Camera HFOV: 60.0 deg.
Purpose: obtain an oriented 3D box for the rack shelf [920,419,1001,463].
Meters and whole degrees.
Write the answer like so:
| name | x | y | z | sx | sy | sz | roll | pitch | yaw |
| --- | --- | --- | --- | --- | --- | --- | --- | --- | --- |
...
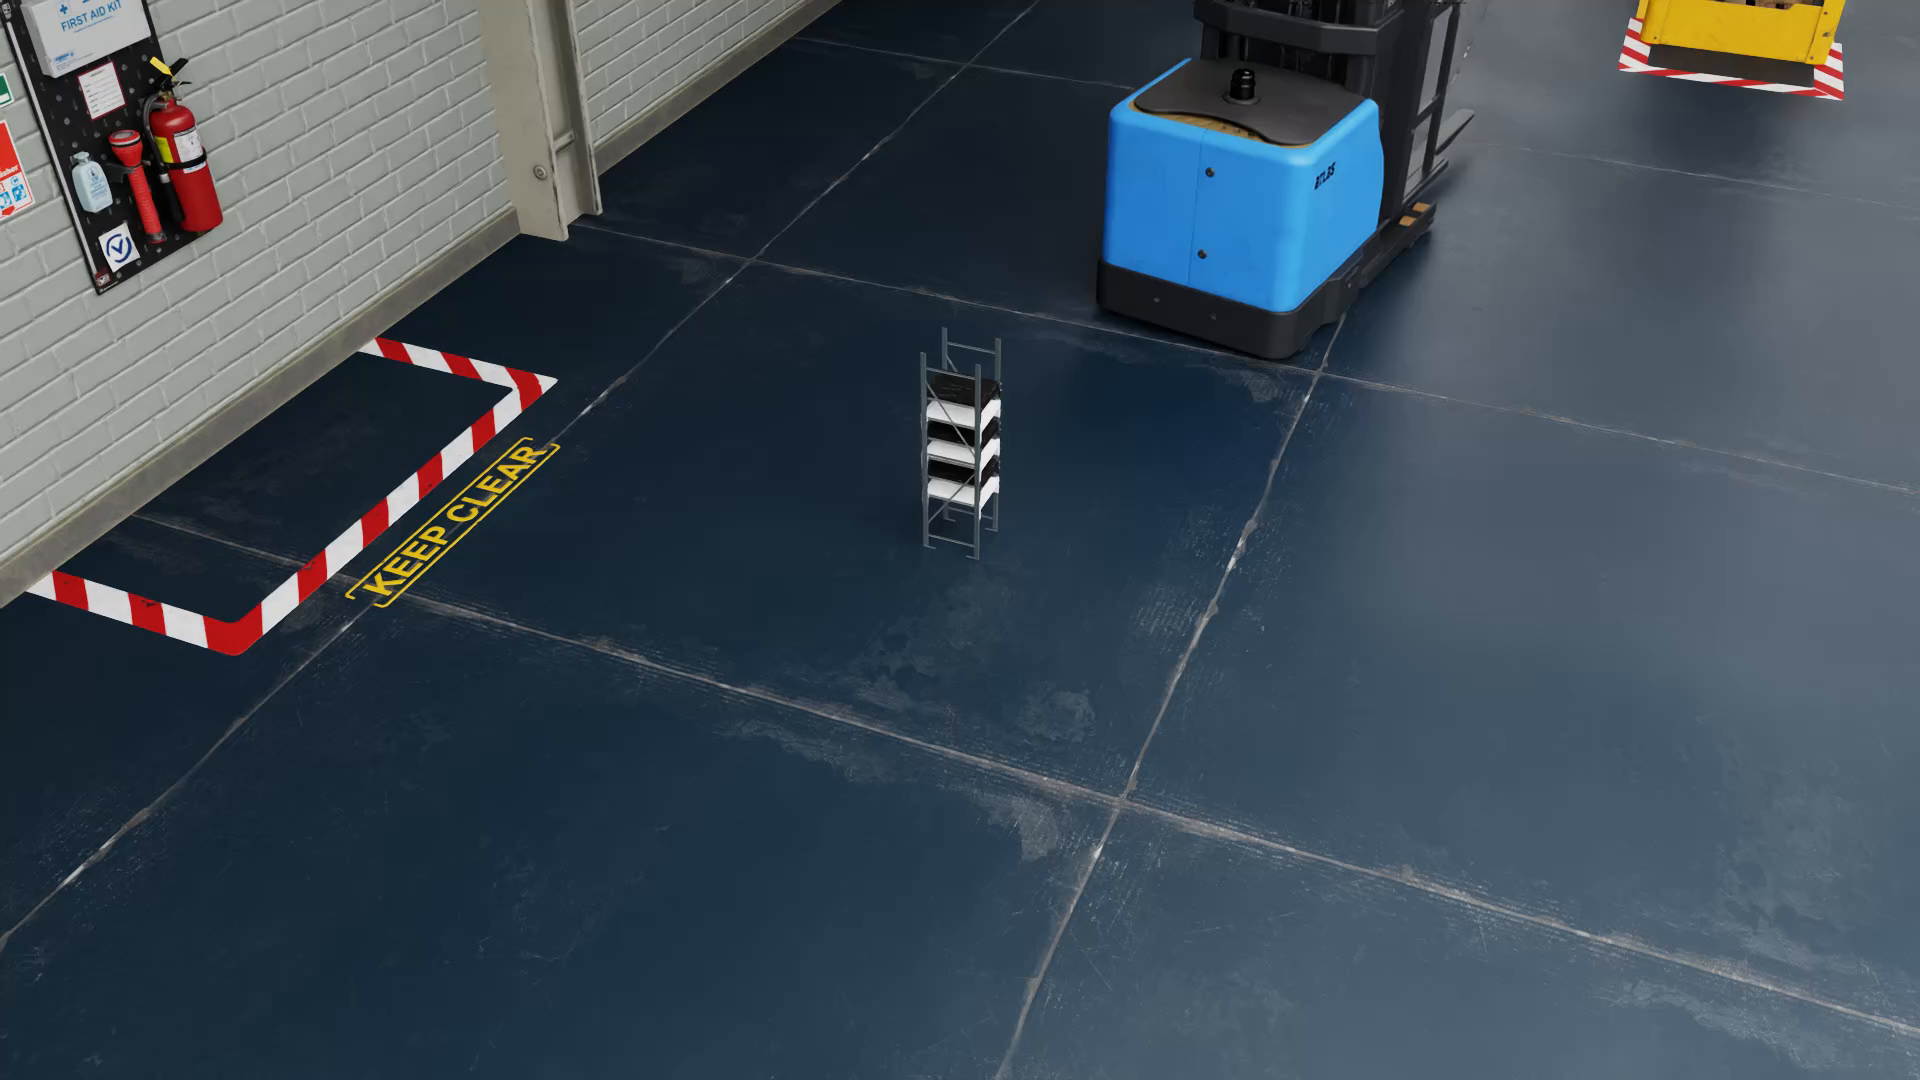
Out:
| name | x | y | z | sx | sy | sz | roll | pitch | yaw |
| --- | --- | --- | --- | --- | --- | --- | --- | --- | --- |
| rack shelf | 0.003 | -0.410 | 6.453 | 0.258 | 0.077 | 0.200 | 14 | 39 | 18 |

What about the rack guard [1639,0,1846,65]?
| name | x | y | z | sx | sy | sz | roll | pitch | yaw |
| --- | --- | --- | --- | --- | --- | --- | --- | --- | --- |
| rack guard | 5.205 | -3.538 | 11.066 | 1.175 | 0.500 | 0.348 | 14 | 39 | 18 |

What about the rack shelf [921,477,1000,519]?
| name | x | y | z | sx | sy | sz | roll | pitch | yaw |
| --- | --- | --- | --- | --- | --- | --- | --- | --- | --- |
| rack shelf | 0.003 | -0.194 | 6.614 | 0.258 | 0.077 | 0.200 | 14 | 39 | 18 |

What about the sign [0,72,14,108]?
| name | x | y | z | sx | sy | sz | roll | pitch | yaw |
| --- | --- | --- | --- | --- | --- | --- | --- | --- | --- |
| sign | -3.457 | -1.526 | 5.814 | 0.001 | 0.109 | 0.331 | 14 | 39 | 18 |

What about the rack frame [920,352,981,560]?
| name | x | y | z | sx | sy | sz | roll | pitch | yaw |
| --- | --- | --- | --- | --- | --- | --- | --- | --- | --- |
| rack frame | -0.036 | -0.309 | 6.411 | 0.240 | 0.900 | 0.006 | 14 | 39 | 18 |

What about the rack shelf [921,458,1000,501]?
| name | x | y | z | sx | sy | sz | roll | pitch | yaw |
| --- | --- | --- | --- | --- | --- | --- | --- | --- | --- |
| rack shelf | 0.003 | -0.266 | 6.560 | 0.258 | 0.077 | 0.200 | 14 | 39 | 18 |

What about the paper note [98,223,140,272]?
| name | x | y | z | sx | sy | sz | roll | pitch | yaw |
| --- | --- | --- | --- | --- | --- | --- | --- | --- | --- |
| paper note | -3.292 | -1.147 | 6.514 | 0.016 | 0.148 | 0.142 | 14 | 39 | 18 |

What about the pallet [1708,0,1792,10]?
| name | x | y | z | sx | sy | sz | roll | pitch | yaw |
| --- | --- | --- | --- | --- | --- | --- | --- | --- | --- |
| pallet | 5.466 | -3.868 | 11.749 | 1.003 | 0.211 | 1.213 | 14 | 39 | 18 |

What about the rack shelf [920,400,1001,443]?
| name | x | y | z | sx | sy | sz | roll | pitch | yaw |
| --- | --- | --- | --- | --- | --- | --- | --- | --- | --- |
| rack shelf | 0.003 | -0.482 | 6.399 | 0.258 | 0.077 | 0.200 | 14 | 39 | 18 |

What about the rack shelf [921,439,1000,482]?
| name | x | y | z | sx | sy | sz | roll | pitch | yaw |
| --- | --- | --- | --- | --- | --- | --- | --- | --- | --- |
| rack shelf | 0.003 | -0.338 | 6.507 | 0.258 | 0.077 | 0.200 | 14 | 39 | 18 |

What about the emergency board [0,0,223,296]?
| name | x | y | z | sx | sy | sz | roll | pitch | yaw |
| --- | --- | --- | --- | --- | --- | --- | --- | --- | --- |
| emergency board | -3.161 | -1.582 | 6.361 | 0.194 | 1.169 | 0.643 | 14 | 39 | 18 |

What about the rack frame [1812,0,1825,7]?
| name | x | y | z | sx | sy | sz | roll | pitch | yaw |
| --- | --- | --- | --- | --- | --- | --- | --- | --- | --- |
| rack frame | 5.214 | -4.552 | 10.335 | 1.000 | 3.000 | 0.127 | 14 | 39 | 18 |

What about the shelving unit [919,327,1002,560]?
| name | x | y | z | sx | sy | sz | roll | pitch | yaw |
| --- | --- | --- | --- | --- | --- | --- | --- | --- | --- |
| shelving unit | 0.003 | -0.365 | 6.487 | 0.258 | 0.900 | 0.210 | 14 | 39 | 18 |

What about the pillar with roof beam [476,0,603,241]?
| name | x | y | z | sx | sy | sz | roll | pitch | yaw |
| --- | --- | --- | --- | --- | --- | --- | --- | --- | --- |
| pillar with roof beam | 1.796 | -4.364 | 5.072 | 9.100 | 9.000 | 0.400 | 14 | 39 | 18 |

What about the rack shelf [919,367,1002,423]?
| name | x | y | z | sx | sy | sz | roll | pitch | yaw |
| --- | --- | --- | --- | --- | --- | --- | --- | --- | --- |
| rack shelf | 0.003 | -0.555 | 6.345 | 0.258 | 0.077 | 0.200 | 14 | 39 | 18 |

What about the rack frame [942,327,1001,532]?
| name | x | y | z | sx | sy | sz | roll | pitch | yaw |
| --- | --- | --- | --- | --- | --- | --- | --- | --- | --- |
| rack frame | 0.042 | -0.421 | 6.562 | 0.240 | 0.900 | 0.006 | 14 | 39 | 18 |

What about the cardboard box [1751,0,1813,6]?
| name | x | y | z | sx | sy | sz | roll | pitch | yaw |
| --- | --- | --- | --- | --- | --- | --- | --- | --- | --- |
| cardboard box | 5.623 | -3.865 | 11.362 | 0.500 | 0.250 | 0.500 | 14 | 39 | 18 |

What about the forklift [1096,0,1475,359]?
| name | x | y | z | sx | sy | sz | roll | pitch | yaw |
| --- | --- | --- | --- | --- | --- | --- | --- | --- | --- |
| forklift | 1.901 | -2.865 | 8.135 | 1.130 | 2.935 | 3.031 | 22 | 42 | 26 |

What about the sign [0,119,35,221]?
| name | x | y | z | sx | sy | sz | roll | pitch | yaw |
| --- | --- | --- | --- | --- | --- | --- | --- | --- | --- |
| sign | -3.467 | -1.313 | 5.972 | 0.001 | 0.329 | 0.234 | 14 | 39 | 18 |
